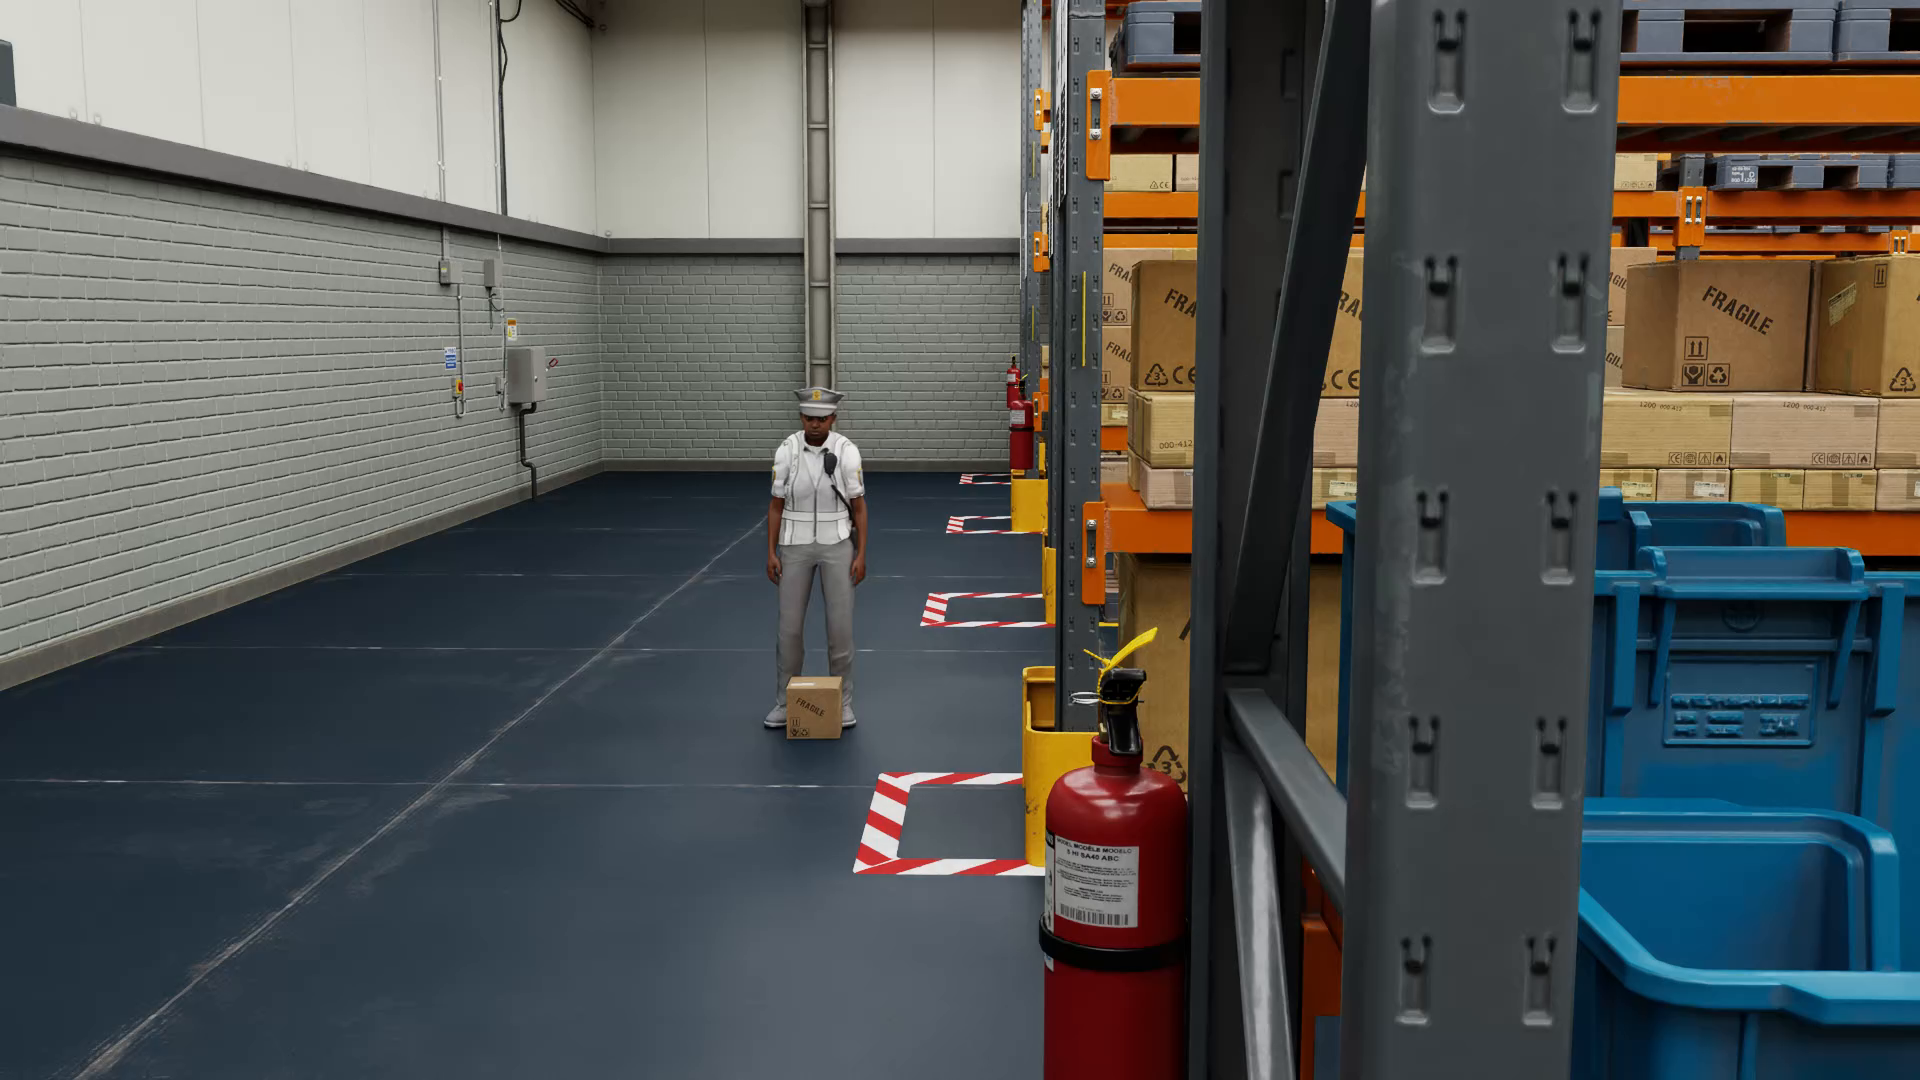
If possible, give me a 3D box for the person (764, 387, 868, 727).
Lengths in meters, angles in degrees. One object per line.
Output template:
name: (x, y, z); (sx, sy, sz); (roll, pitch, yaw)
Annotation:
person: (-0.707, 0.079, 8.159); (0.506, 1.660, 0.393); (0, 7, 1)
